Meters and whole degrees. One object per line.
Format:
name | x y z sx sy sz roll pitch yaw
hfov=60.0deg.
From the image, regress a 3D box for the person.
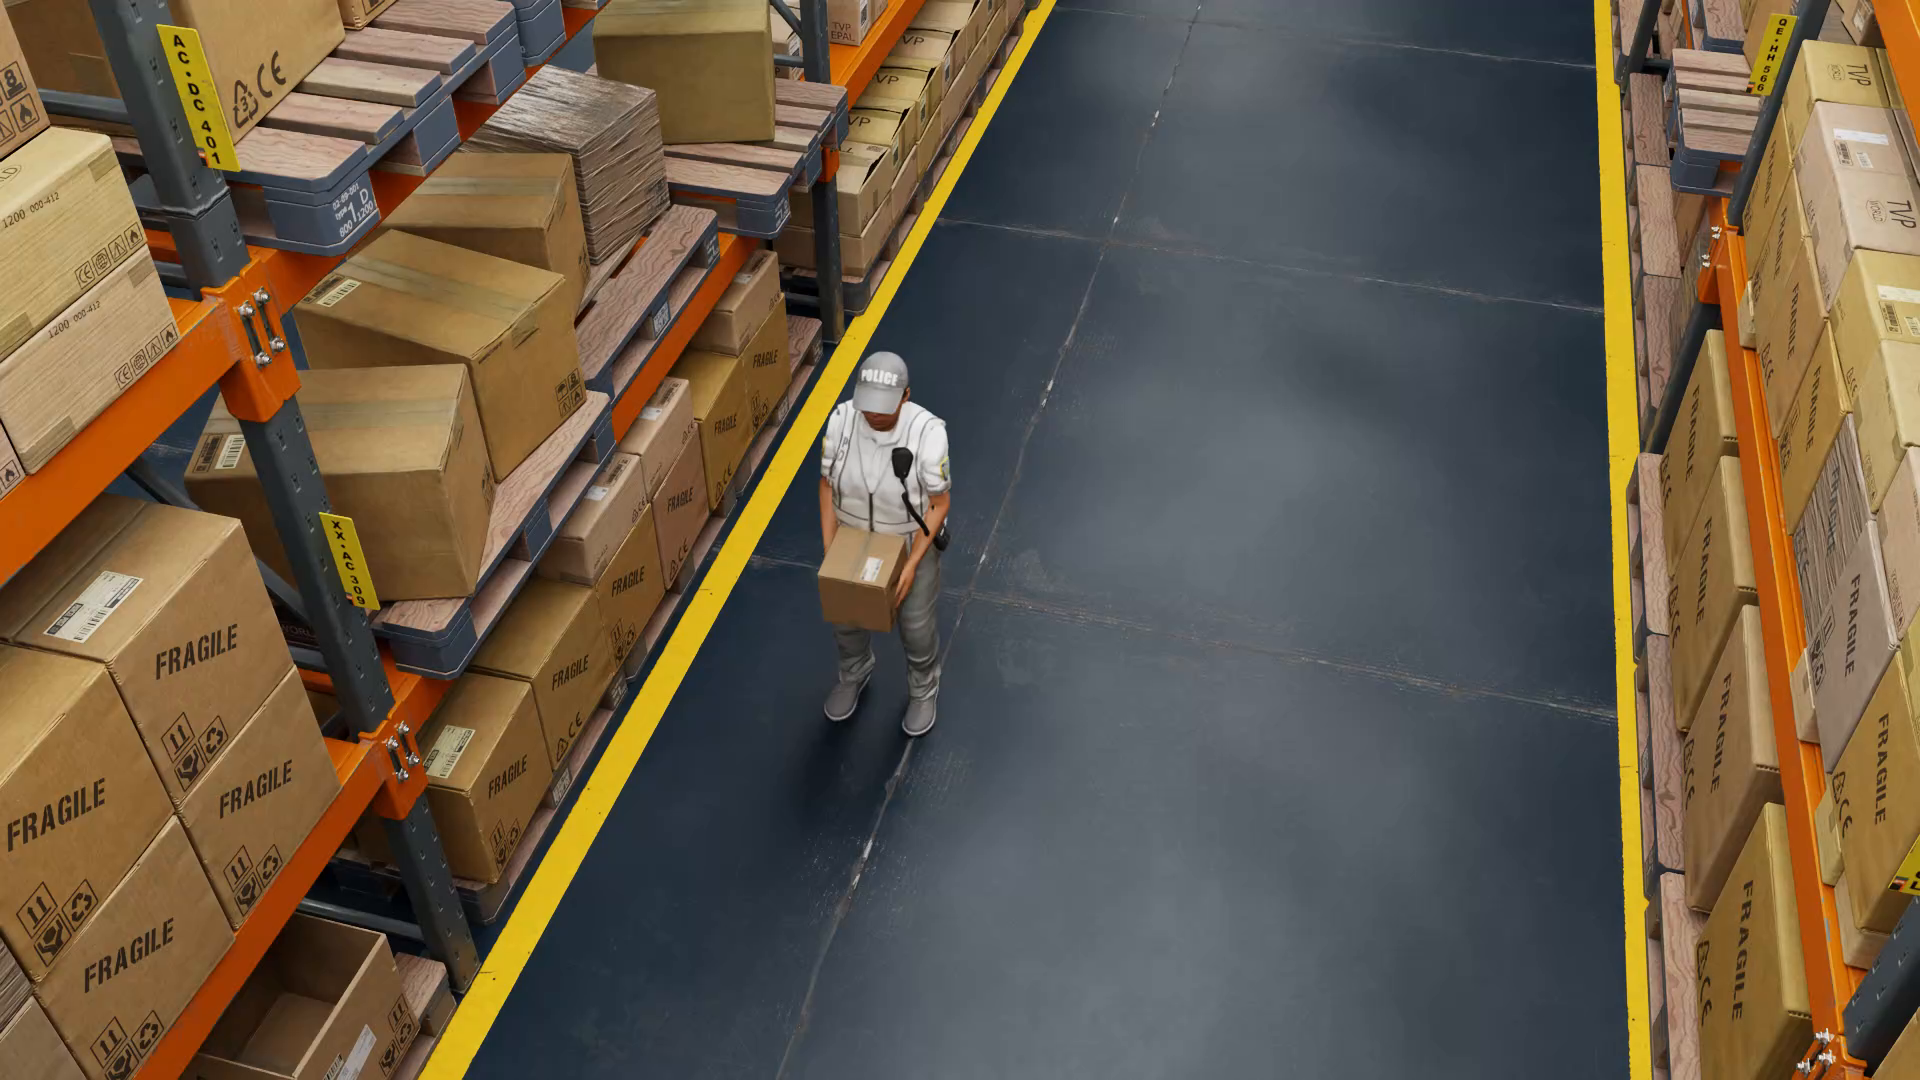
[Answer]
person | -0.282 0.035 6.110 0.493 1.671 0.491 10 42 12
